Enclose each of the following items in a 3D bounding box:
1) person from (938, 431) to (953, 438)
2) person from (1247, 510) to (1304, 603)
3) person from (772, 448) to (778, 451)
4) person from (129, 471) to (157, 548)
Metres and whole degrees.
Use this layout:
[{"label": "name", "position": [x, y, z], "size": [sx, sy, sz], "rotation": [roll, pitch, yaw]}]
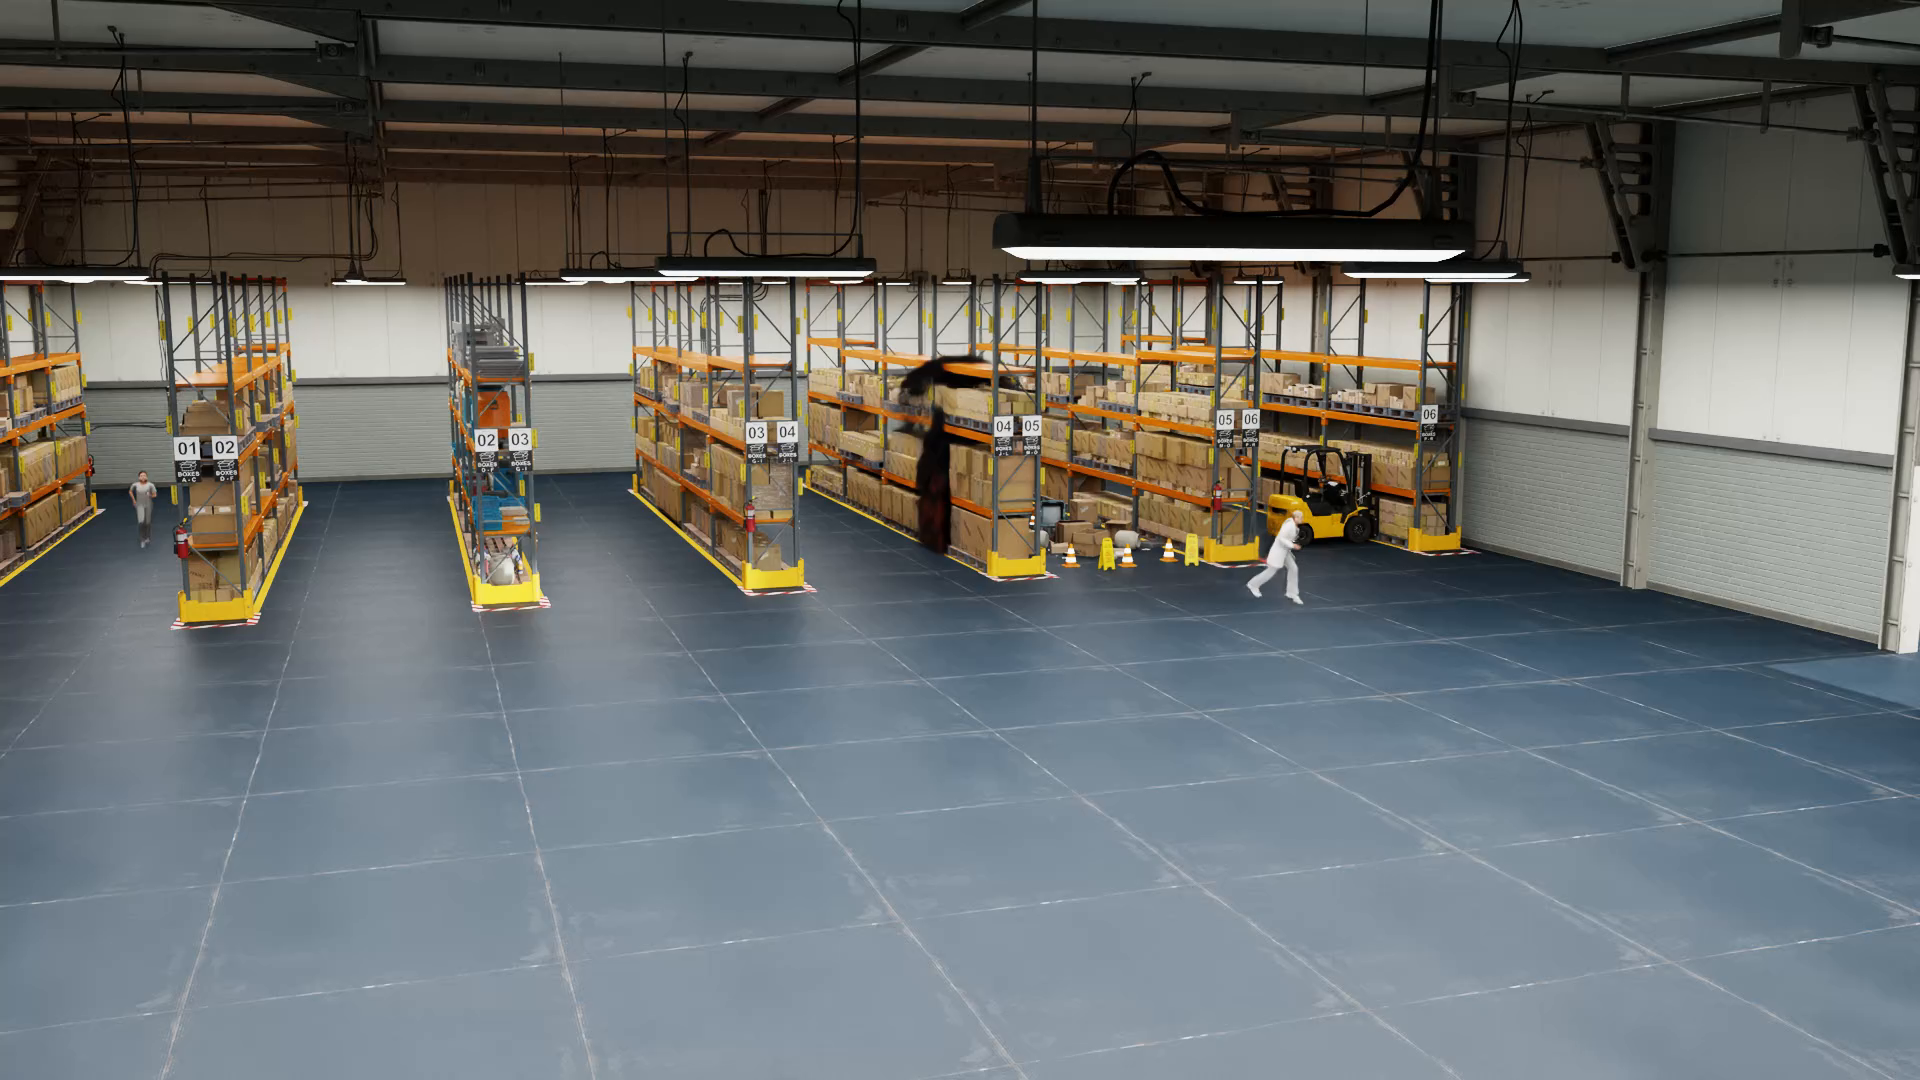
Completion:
[{"label": "person", "position": [-0.521, -2.751, 50.754], "size": [0.922, 1.647, 0.606], "rotation": [-4, 9, -24]}, {"label": "person", "position": [5.835, 0.294, 30.682], "size": [1.083, 1.742, 0.754], "rotation": [4, 9, 25]}, {"label": "person", "position": [-5.326, -2.425, 48.675], "size": [0.638, 1.603, 0.875], "rotation": [7, 11, 37]}, {"label": "person", "position": [-18.225, -0.693, 37.170], "size": [0.545, 1.726, 0.758], "rotation": [-5, 10, -31]}]
